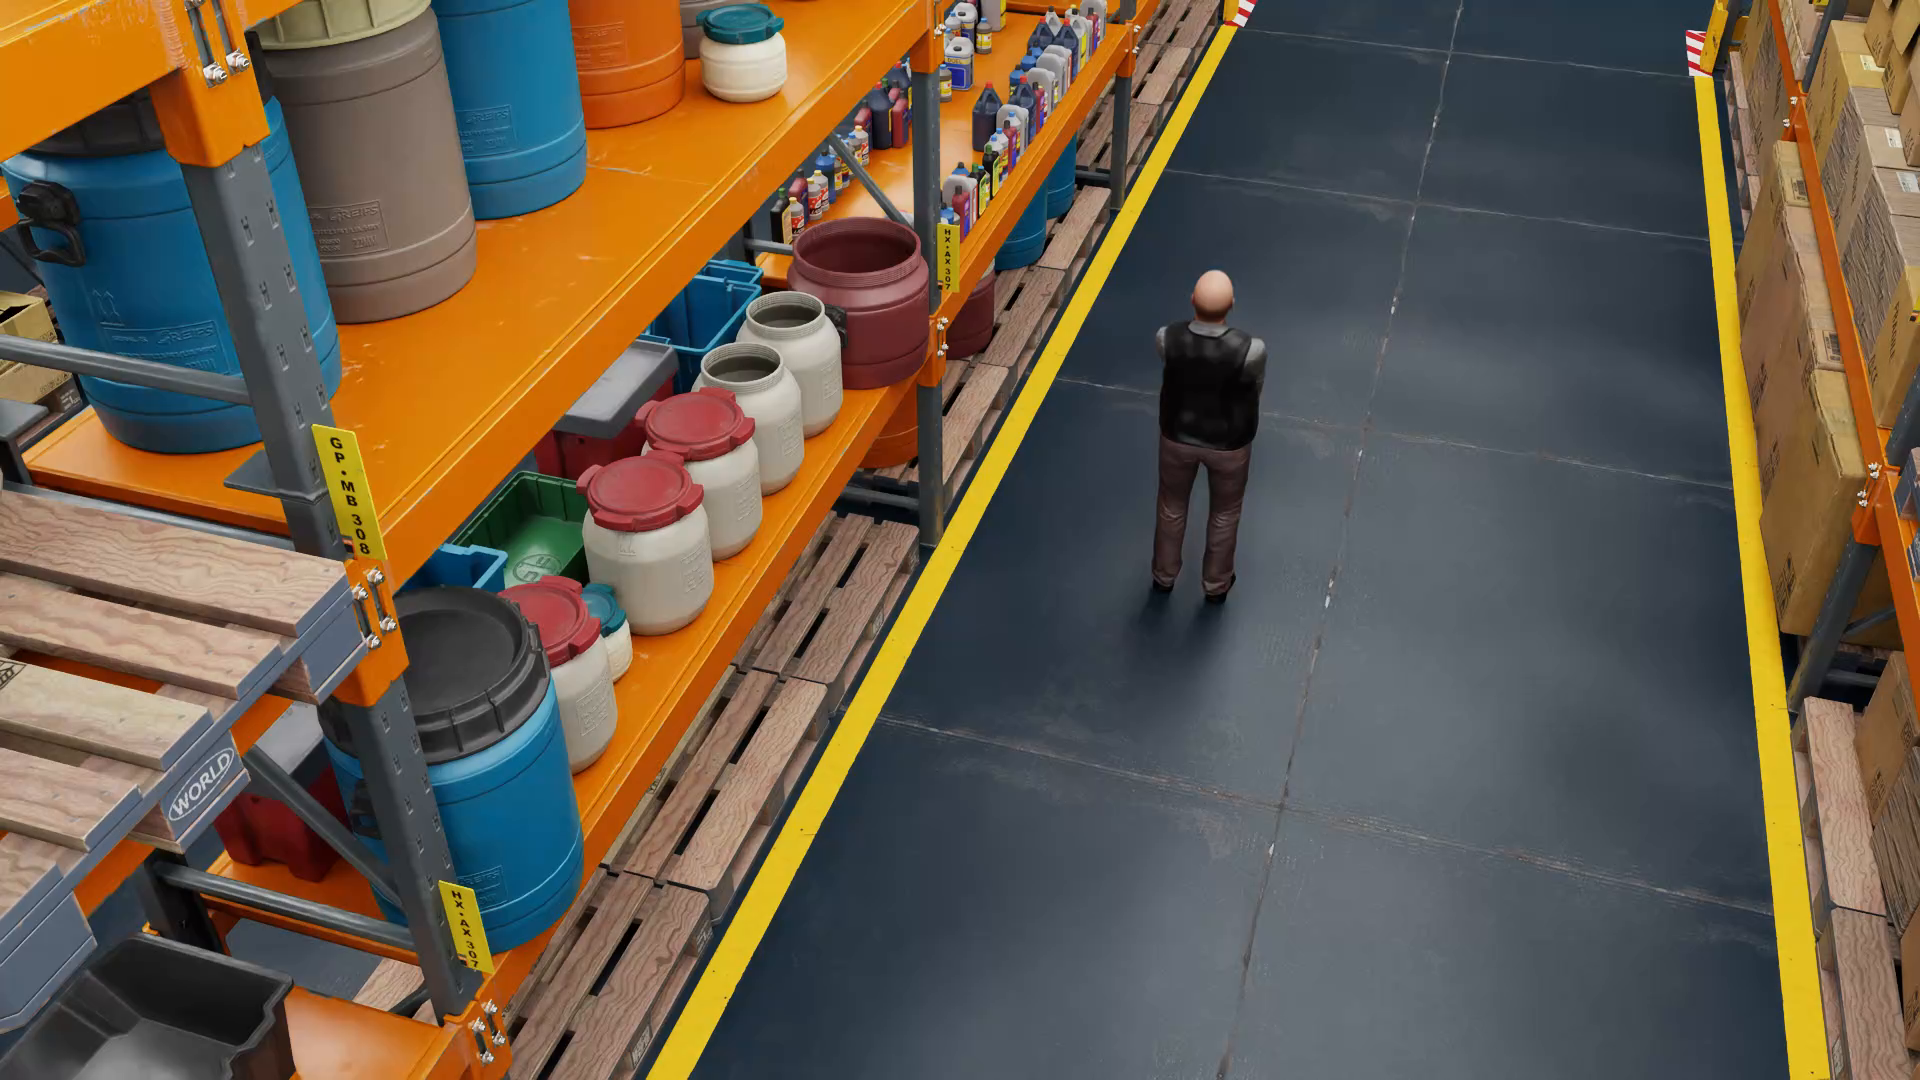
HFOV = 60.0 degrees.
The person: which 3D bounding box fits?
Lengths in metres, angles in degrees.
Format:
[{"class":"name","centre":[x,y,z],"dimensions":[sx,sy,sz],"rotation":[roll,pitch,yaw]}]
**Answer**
[{"class":"person","centre":[1.128,-0.521,7.616],"dimensions":[0.494,1.711,0.558],"rotation":[11,38,15]}]
